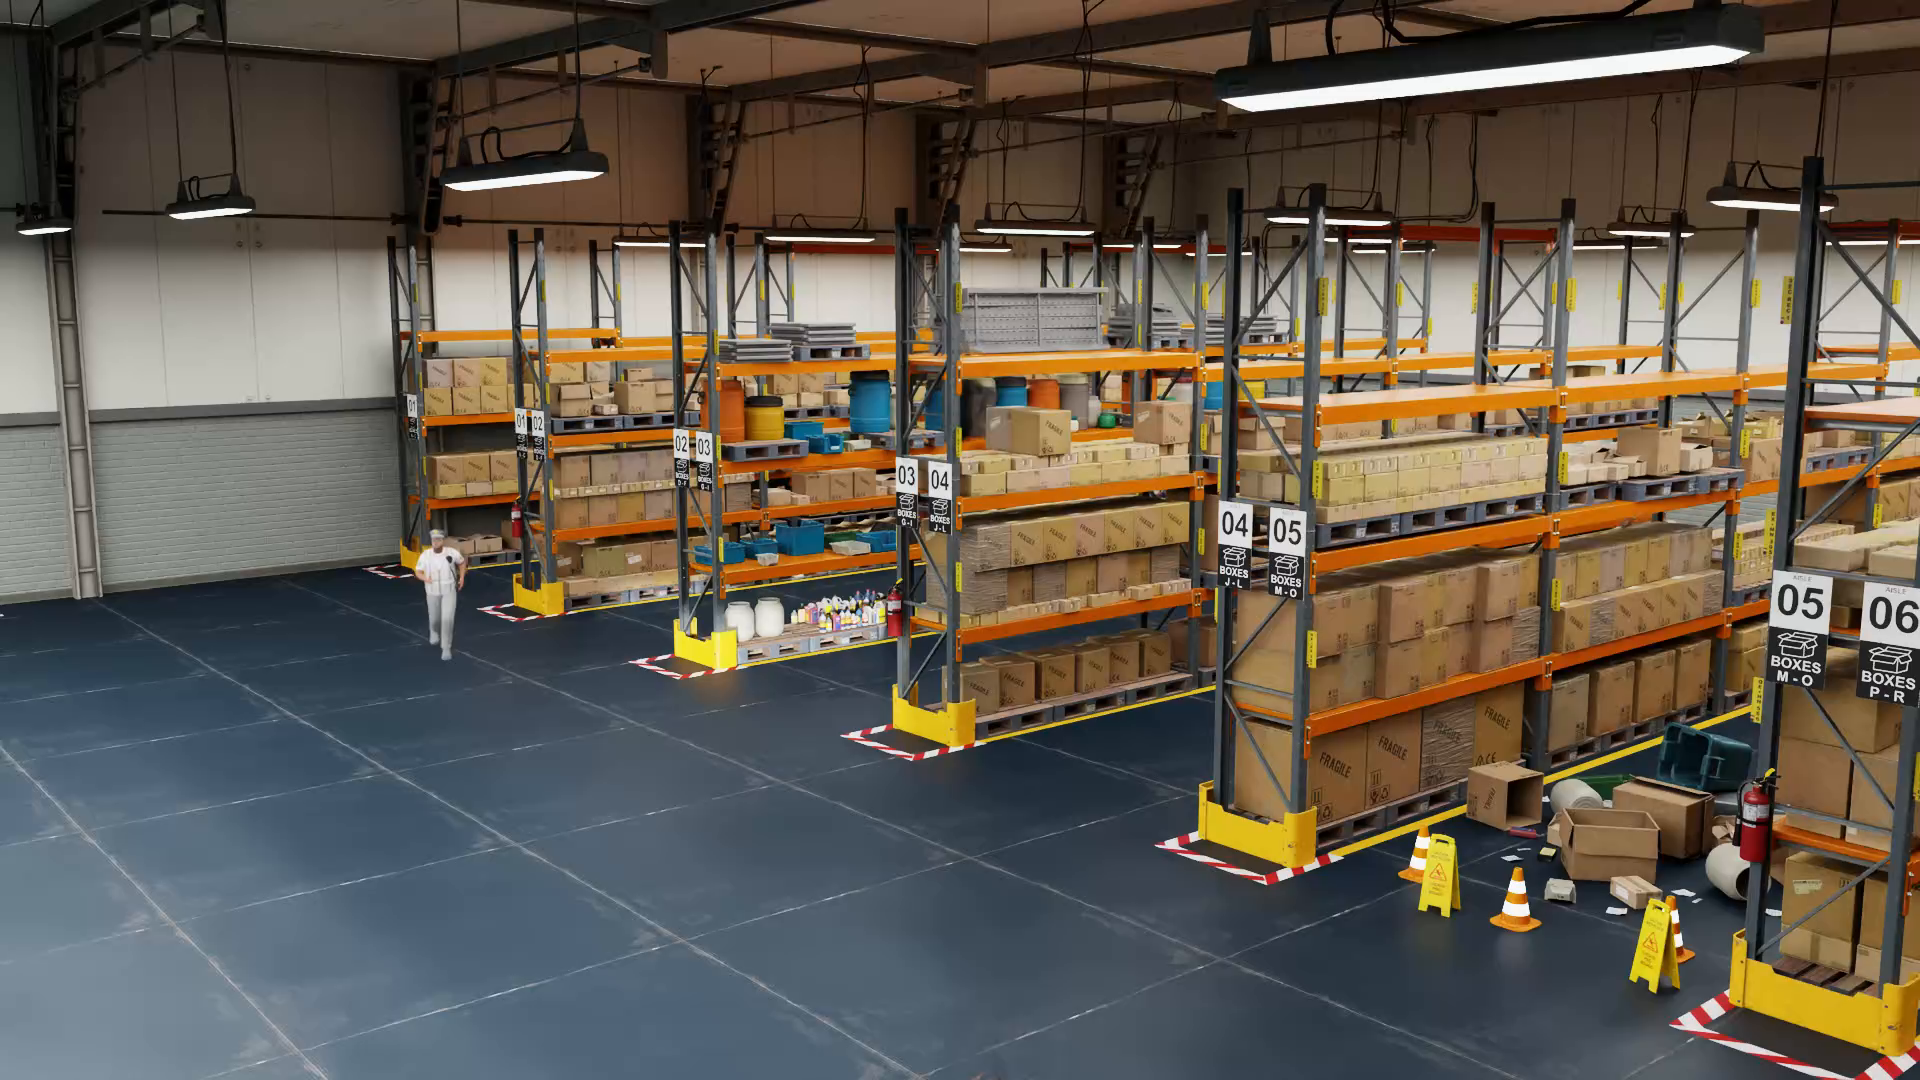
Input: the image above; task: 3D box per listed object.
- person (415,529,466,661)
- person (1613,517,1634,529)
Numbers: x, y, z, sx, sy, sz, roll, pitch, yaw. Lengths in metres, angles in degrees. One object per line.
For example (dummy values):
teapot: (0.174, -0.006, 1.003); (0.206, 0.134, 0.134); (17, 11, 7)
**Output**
person: (-7.266, 0.722, 23.314); (0.672, 1.800, 0.969); (-2, 9, -13)
person: (10.180, 0.399, 25.506); (0.634, 1.734, 0.682); (-8, 12, -44)
